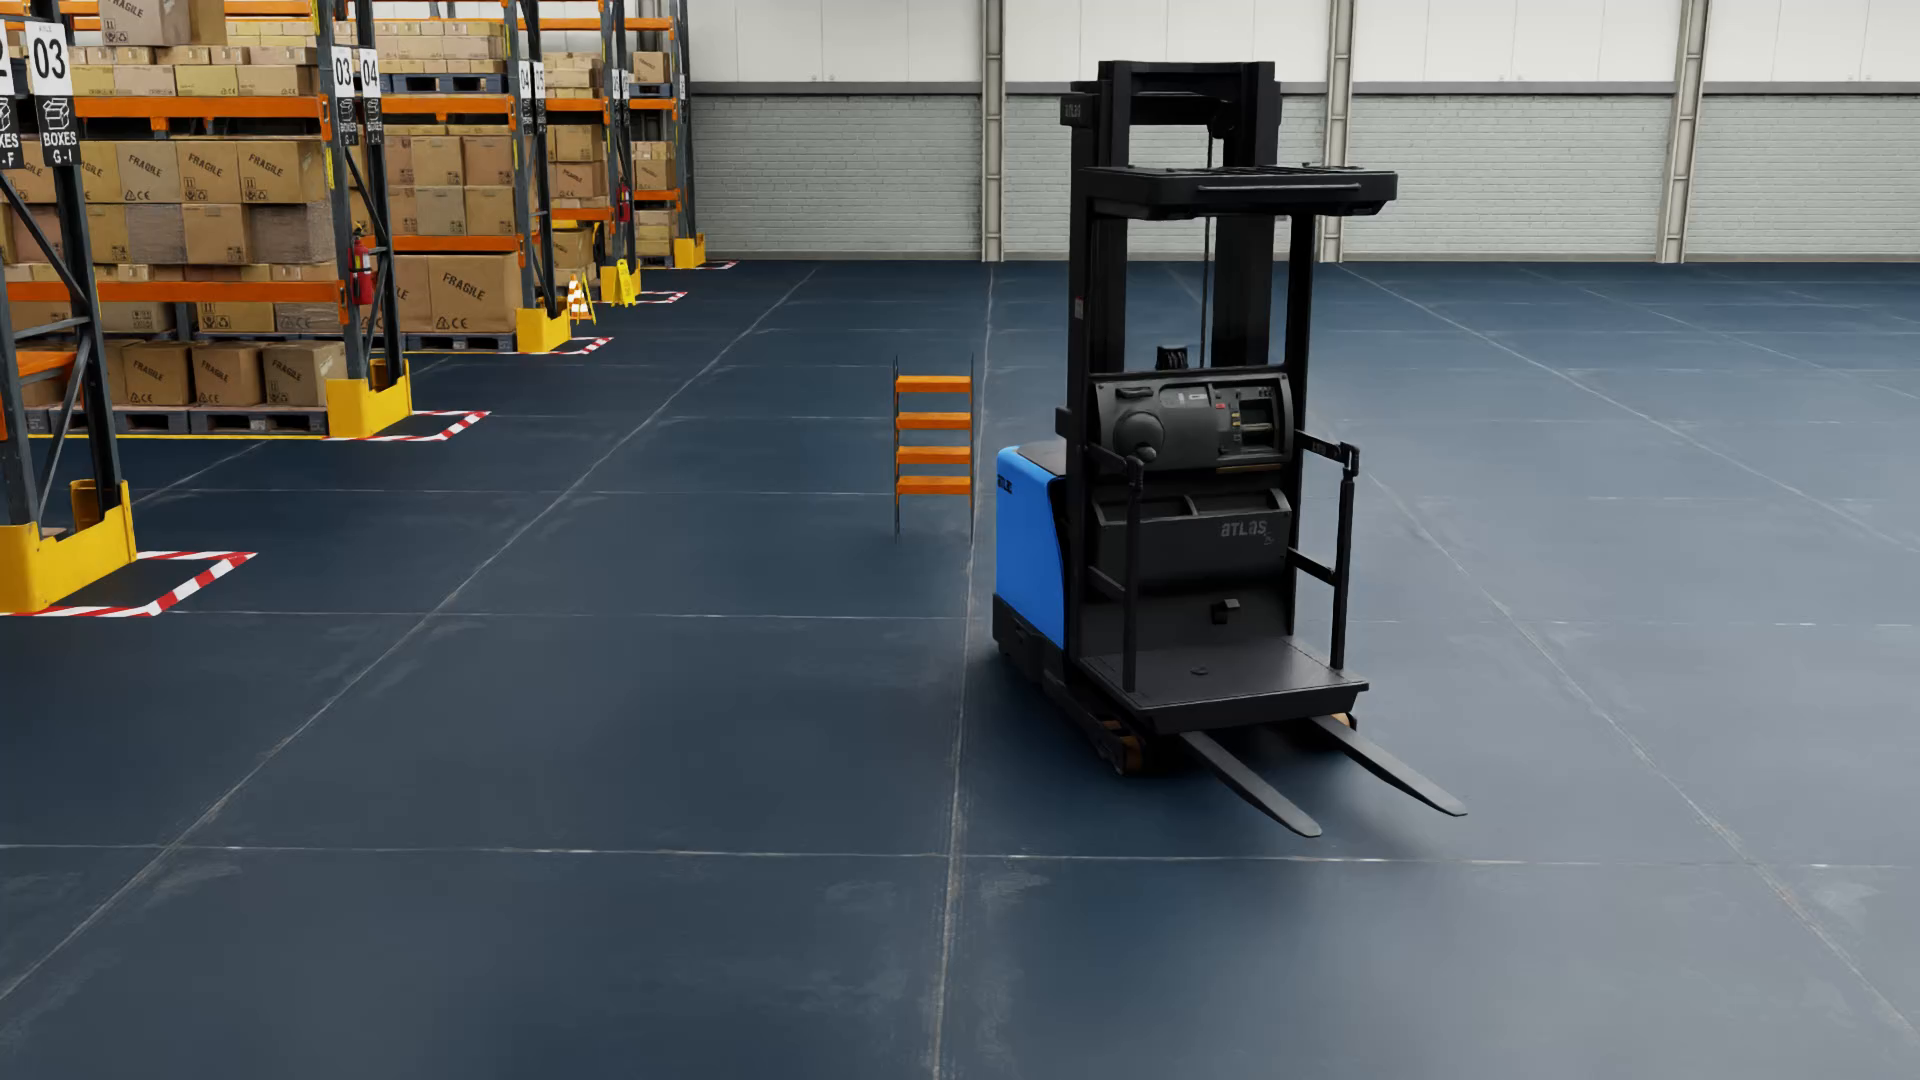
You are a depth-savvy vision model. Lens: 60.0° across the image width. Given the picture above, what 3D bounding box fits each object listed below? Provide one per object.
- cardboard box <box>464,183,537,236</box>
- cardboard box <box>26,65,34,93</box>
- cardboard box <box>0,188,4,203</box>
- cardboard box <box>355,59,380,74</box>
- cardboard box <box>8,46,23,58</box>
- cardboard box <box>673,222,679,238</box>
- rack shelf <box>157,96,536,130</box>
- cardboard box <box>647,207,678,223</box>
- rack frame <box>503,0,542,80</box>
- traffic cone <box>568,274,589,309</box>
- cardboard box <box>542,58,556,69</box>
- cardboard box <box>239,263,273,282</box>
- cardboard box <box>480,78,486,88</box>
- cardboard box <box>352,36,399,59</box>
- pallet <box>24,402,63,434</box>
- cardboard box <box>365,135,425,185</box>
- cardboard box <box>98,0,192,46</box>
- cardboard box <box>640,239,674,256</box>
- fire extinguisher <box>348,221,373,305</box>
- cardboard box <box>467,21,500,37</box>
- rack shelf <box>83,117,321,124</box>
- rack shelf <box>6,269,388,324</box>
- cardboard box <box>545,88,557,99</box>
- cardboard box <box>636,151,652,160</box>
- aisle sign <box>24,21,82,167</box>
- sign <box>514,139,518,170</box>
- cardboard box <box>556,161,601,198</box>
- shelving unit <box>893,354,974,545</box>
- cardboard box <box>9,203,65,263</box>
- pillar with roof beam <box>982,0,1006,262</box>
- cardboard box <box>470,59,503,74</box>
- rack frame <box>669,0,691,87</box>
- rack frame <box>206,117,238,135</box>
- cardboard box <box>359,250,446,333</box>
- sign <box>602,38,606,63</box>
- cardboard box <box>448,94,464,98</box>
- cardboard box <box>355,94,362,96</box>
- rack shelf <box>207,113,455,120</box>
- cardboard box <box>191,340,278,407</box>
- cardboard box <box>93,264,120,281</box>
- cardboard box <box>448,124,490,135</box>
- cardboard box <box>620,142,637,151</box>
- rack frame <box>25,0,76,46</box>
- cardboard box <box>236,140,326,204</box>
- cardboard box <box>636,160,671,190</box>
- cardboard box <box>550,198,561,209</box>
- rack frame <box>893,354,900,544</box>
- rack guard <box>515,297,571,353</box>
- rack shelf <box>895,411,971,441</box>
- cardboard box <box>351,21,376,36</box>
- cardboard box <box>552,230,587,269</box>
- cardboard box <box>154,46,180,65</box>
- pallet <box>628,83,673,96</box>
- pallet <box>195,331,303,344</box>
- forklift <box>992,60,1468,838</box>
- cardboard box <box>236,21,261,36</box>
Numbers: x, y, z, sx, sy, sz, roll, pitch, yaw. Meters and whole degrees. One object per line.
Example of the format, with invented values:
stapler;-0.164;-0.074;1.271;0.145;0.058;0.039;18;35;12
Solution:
cardboard box;-5.257;-3.794;19.046;0.550;0.550;0.875;0;15;1
cardboard box;-7.643;-3.794;13.753;0.500;0.250;0.500;0;15;-1
cardboard box;-8.168;-3.097;13.960;0.500;0.500;0.500;0;15;1
cardboard box;-6.496;-5.235;18.395;0.250;0.149;0.380;0;15;2
cardboard box;-7.746;-3.976;13.663;0.250;0.149;0.380;0;15;0
cardboard box;-5.201;-5.431;29.130;0.500;0.250;0.500;1;15;2
rack shelf;-6.884;-4.846;18.858;4.000;0.370;1.077;0;15;1
cardboard box;-5.212;-5.668;29.049;0.500;0.250;0.500;0;15;1
rack frame;-4.885;-6.631;18.334;0.127;3.000;1.000;0;15;1
traffic cone;-5.323;-3.441;22.974;0.334;0.463;0.336;0;15;1
cardboard box;-5.718;-6.643;23.189;0.250;0.149;0.380;0;15;1
cardboard box;-5.904;-2.284;14.110;0.250;0.149;0.380;0;15;1
cardboard box;-6.400;-6.455;23.259;0.500;0.250;0.500;1;15;3
cardboard box;-6.383;-5.442;18.400;0.500;0.250;0.500;0;15;1
pallet;-8.439;-1.149;14.780;1.213;0.211;1.003;0;15;1
cardboard box;-6.364;-4.356;19.059;0.550;0.550;0.875;0;15;1
cardboard box;-6.669;-4.296;13.604;0.500;0.500;0.500;0;15;1
cardboard box;-5.214;-5.055;28.688;0.500;0.250;0.500;0;15;2
fire extinguisher;-5.010;-2.311;13.869;0.183;0.674;0.296;0;15;1
cardboard box;-5.231;-5.612;18.261;0.250;0.149;0.380;1;15;2
rack shelf;-10.858;-6.135;23.744;4.000;0.370;1.077;0;15;1
rack shelf;-7.112;-2.131;14.449;4.000;0.370;1.077;0;15;1
cardboard box;-5.738;-6.257;23.288;0.250;0.149;0.380;1;15;3
cardboard box;-5.347;-6.546;28.304;0.250;0.149;0.380;1;15;2
aisle sign;-5.160;-2.534;9.470;0.004;0.787;0.394;0;15;1
sign;-4.913;-4.267;18.397;0.005;0.325;0.100;0;15;1
cardboard box;-5.409;-5.119;23.583;0.500;0.500;0.500;0;15;0
shelving unit;-0.165;-0.581;10.691;0.503;1.200;0.258;0;15;1
cardboard box;-7.662;-2.676;14.323;0.500;0.500;0.875;0;15;1
pillar with roof beam;0.478;-8.257;24.498;0.400;9.000;9.100;0;15;1
cardboard box;-5.226;-5.226;18.363;0.250;0.149;0.380;0;15;1
rack frame;-4.737;-9.160;27.919;0.127;3.000;1.000;0;15;1
rack frame;-12.734;-6.311;28.882;0.127;3.000;1.000;0;15;1
cardboard box;-6.444;-2.899;19.289;0.875;0.875;0.875;0;15;1
sign;-4.894;-6.731;22.855;0.005;0.325;0.100;0;15;1
cardboard box;-7.009;-6.274;23.351;0.250;0.149;0.380;0;15;2
cardboard box;-8.293;-6.267;23.327;0.250;0.149;0.380;0;15;1
rack shelf;-10.735;-7.401;28.542;4.000;0.370;1.077;0;15;1
cardboard box;-6.335;-1.464;14.586;0.500;0.500;0.500;4;15;16
cardboard box;-7.153;-2.296;14.156;0.250;0.149;0.380;0;15;1
cardboard box;-6.889;-5.638;23.589;0.500;0.500;0.700;0;15;1
cardboard box;-5.610;-6.702;28.313;0.250;0.149;0.380;1;15;3
rack frame;-12.857;-7.946;23.319;0.127;3.000;1.000;0;15;1
cardboard box;-5.669;-3.082;13.904;0.500;0.500;0.500;0;15;1
cardboard box;-5.235;-6.244;28.430;0.500;0.500;0.500;0;15;0
cardboard box;-5.751;-4.800;23.647;0.250;0.149;0.380;0;15;0
rack frame;-0.409;-0.583;10.697;0.015;1.200;0.240;0;15;1
rack guard;-4.861;-2.522;19.418;0.348;0.500;1.175;0;15;1
rack shelf;-0.165;-0.732;10.651;0.480;0.148;0.258;0;15;1
cardboard box;-6.502;-5.620;18.293;0.250;0.149;0.380;0;15;1
cardboard box;-5.667;-4.168;23.856;0.500;0.500;0.500;0;15;2
cardboard box;-6.428;-3.993;13.729;0.250;0.149;0.380;1;15;2
pallet;-5.443;-7.678;28.356;1.213;0.211;1.003;0;15;1
pallet;-8.126;-2.383;19.460;1.213;0.211;1.003;0;15;1
forklift;1.101;-0.535;7.121;1.130;2.935;3.031;-5;15;-17
cardboard box;-7.767;-5.629;18.324;0.250;0.149;0.380;0;15;1
